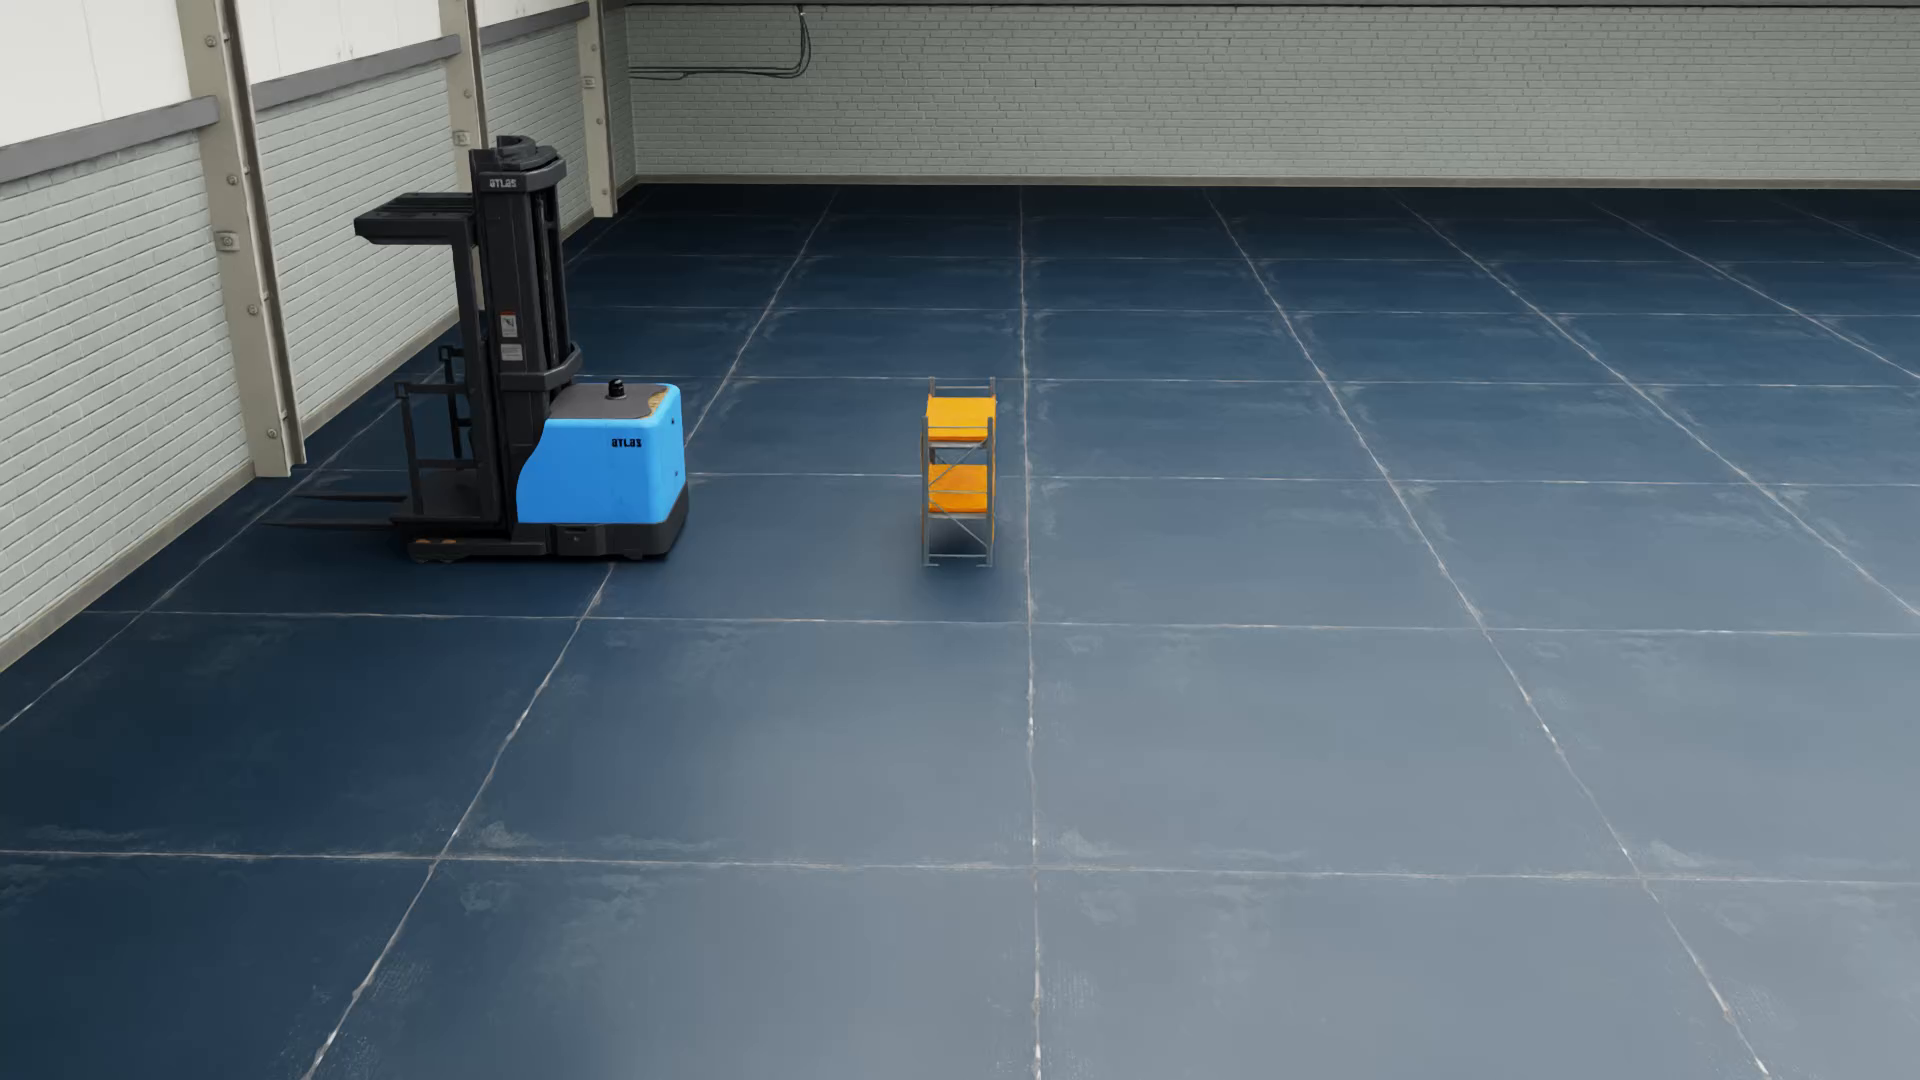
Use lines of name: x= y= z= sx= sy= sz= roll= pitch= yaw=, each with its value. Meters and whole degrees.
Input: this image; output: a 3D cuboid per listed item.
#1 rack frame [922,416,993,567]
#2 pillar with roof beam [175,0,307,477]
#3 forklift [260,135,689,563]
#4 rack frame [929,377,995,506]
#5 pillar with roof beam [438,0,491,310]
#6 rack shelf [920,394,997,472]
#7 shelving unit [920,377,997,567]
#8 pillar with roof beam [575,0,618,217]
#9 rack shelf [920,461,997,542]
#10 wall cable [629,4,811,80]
rack frame: x=-0.016 y=-0.338 z=11.845 sx=0.500 sy=1.125 sz=0.032 roll=1 pitch=21 yaw=2
pillar with roof beam: x=-1.454 y=-4.747 z=12.323 sx=9.100 sy=9.000 sz=0.400 roll=1 pitch=21 yaw=2
forklift: x=-3.630 y=-1.392 z=12.064 sx=3.031 sy=2.935 sz=1.130 roll=0 pitch=21 yaw=1
rack frame: x=0.015 y=-0.706 z=12.793 sx=0.500 sy=1.125 sz=0.032 roll=1 pitch=21 yaw=2
pillar with roof beam: x=-1.271 y=-6.916 z=17.914 sx=9.100 sy=9.000 sz=0.400 roll=1 pitch=21 yaw=2
rack shelf: x=0.000 y=-0.795 z=12.213 sx=0.538 sy=0.278 sz=1.000 roll=1 pitch=21 yaw=2
shelving unit: x=0.000 y=-0.522 z=12.319 sx=0.538 sy=1.125 sz=1.048 roll=1 pitch=21 yaw=2
pillar with roof beam: x=-1.089 y=-9.086 z=23.505 sx=9.100 sy=9.000 sz=0.400 roll=1 pitch=21 yaw=2
rack shelf: x=0.000 y=-0.294 z=12.408 sx=0.538 sy=0.278 sz=1.000 roll=1 pitch=21 yaw=2
wall cable: x=-3.980 y=-8.736 z=26.896 sx=3.097 sy=2.526 sz=0.112 roll=1 pitch=21 yaw=2
